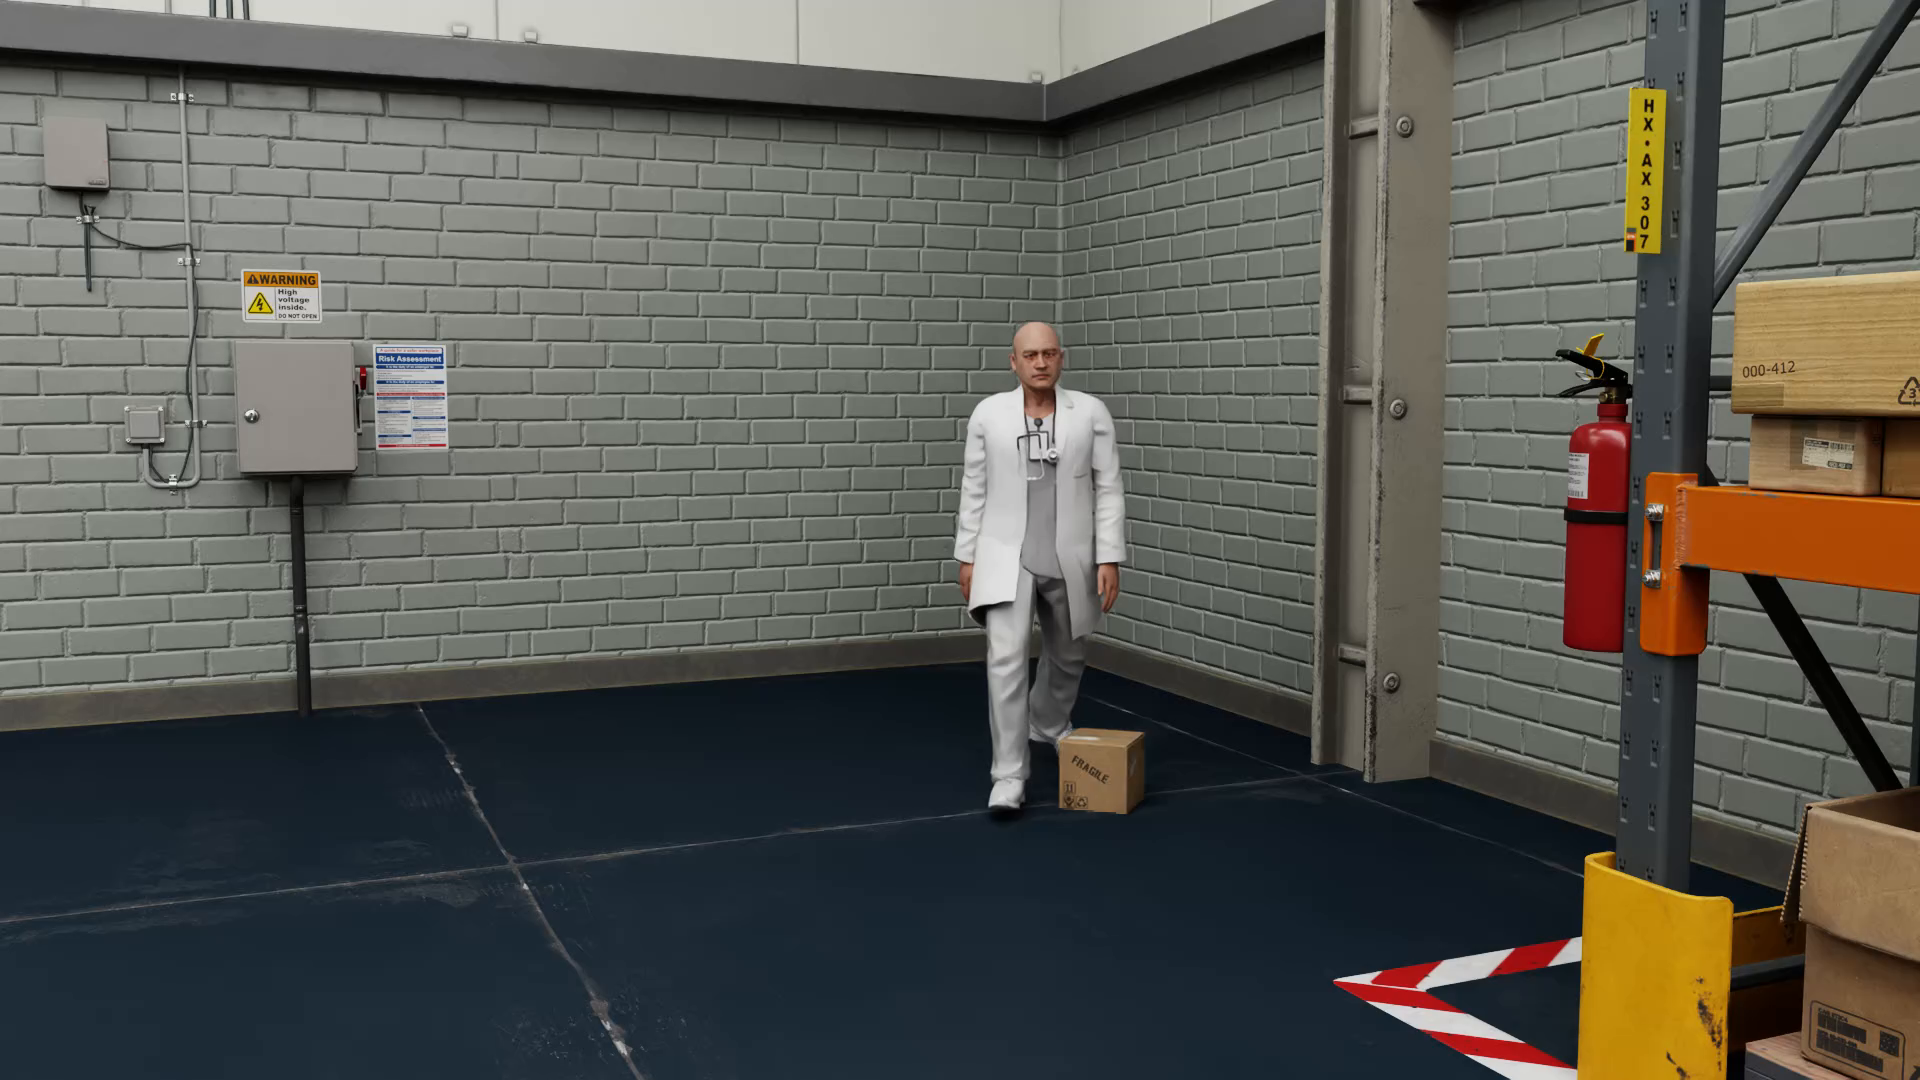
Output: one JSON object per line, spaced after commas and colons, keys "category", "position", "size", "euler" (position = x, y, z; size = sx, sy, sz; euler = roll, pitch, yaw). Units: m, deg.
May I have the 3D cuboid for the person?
{"category": "person", "position": [0.290, 0.066, 6.117], "size": [0.623, 1.714, 1.055], "euler": [0, 5, -3]}
